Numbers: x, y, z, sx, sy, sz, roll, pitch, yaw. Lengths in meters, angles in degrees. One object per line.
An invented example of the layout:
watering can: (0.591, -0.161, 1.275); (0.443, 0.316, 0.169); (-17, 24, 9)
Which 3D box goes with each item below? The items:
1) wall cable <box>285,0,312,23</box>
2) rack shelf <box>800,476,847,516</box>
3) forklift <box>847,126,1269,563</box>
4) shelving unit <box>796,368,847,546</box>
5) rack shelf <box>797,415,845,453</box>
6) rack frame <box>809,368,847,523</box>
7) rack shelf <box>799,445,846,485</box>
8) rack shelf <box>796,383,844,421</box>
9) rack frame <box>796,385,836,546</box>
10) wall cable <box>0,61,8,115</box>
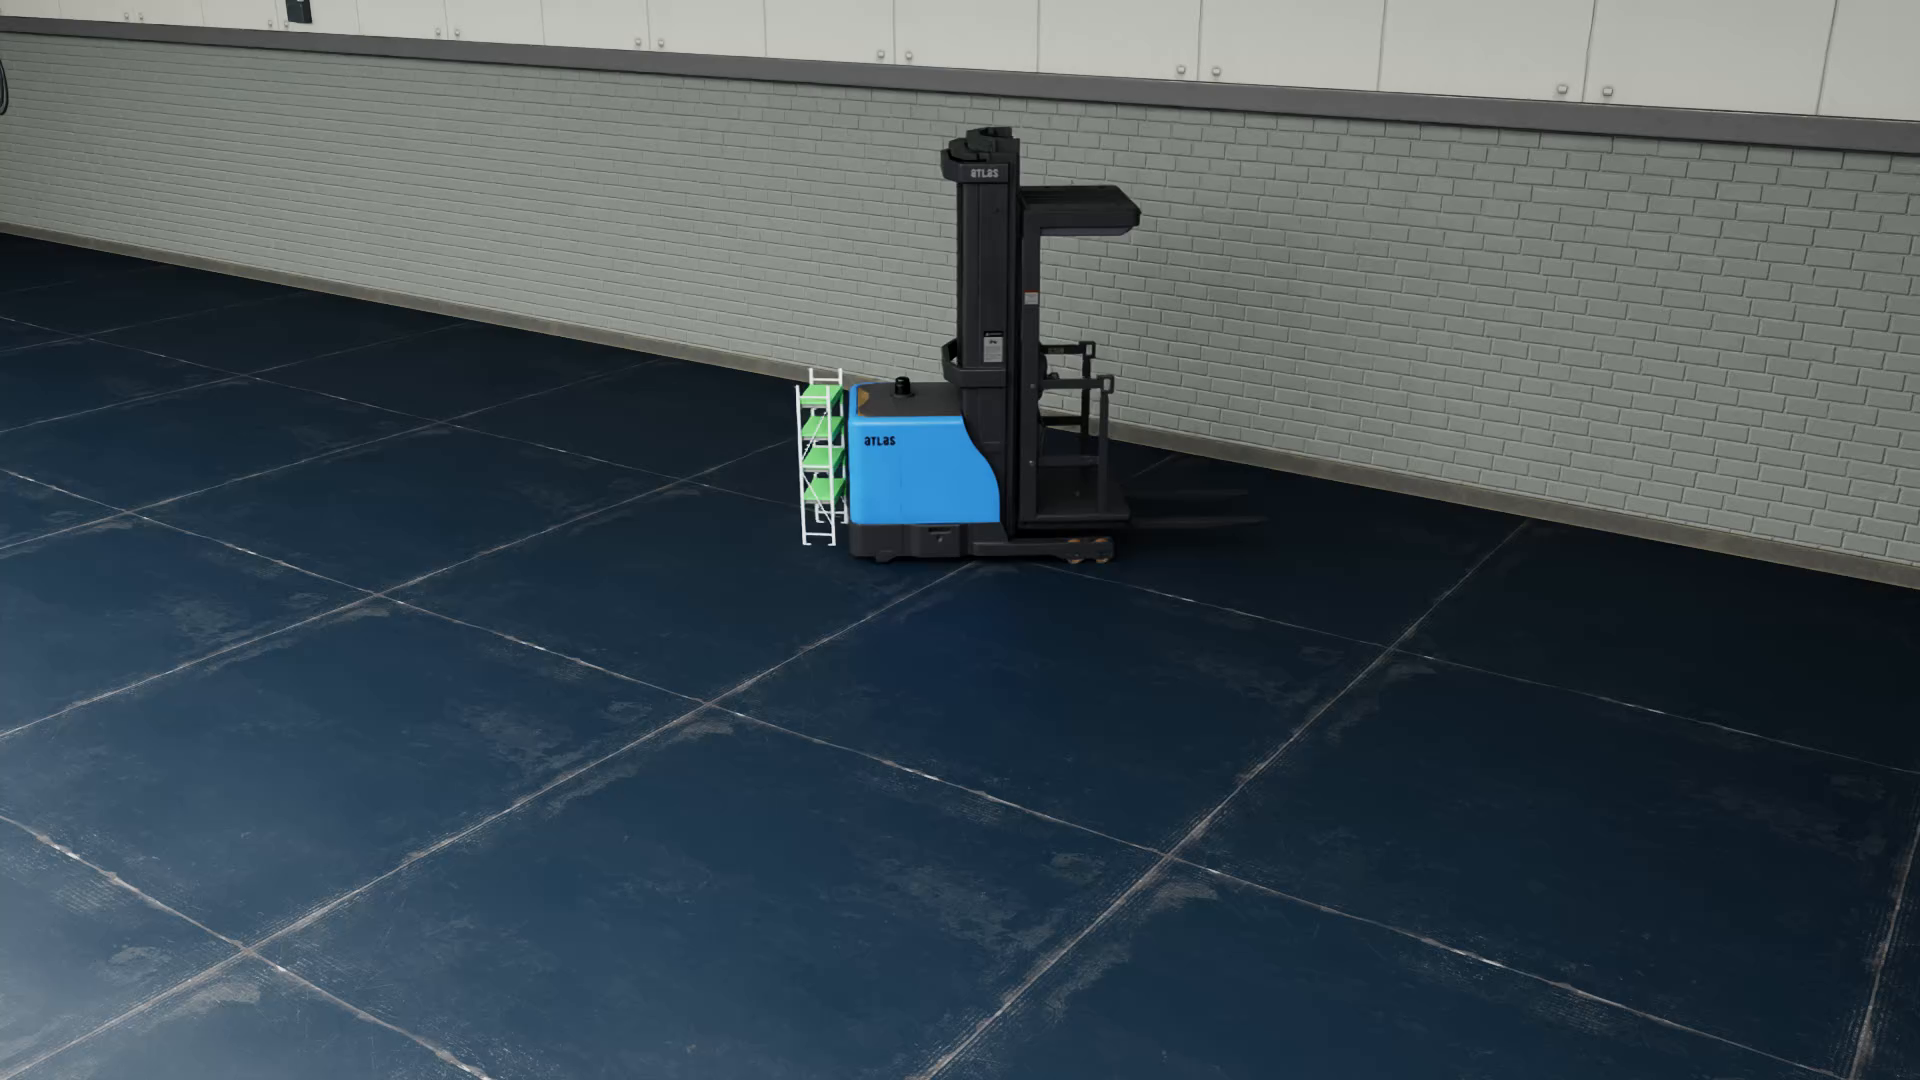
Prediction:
wall cable: (-6.822, -8.611, 17.670); (2.305, 6.003, 0.169); (13, 24, 32)
rack shelf: (-1.004, -0.325, 12.287); (0.258, 0.148, 0.480); (2, 20, 6)
forklift: (0.705, -1.395, 11.811); (3.031, 2.935, 1.130); (-1, 20, -3)
shelving unit: (-1.008, -0.611, 12.182); (0.258, 1.200, 0.503); (2, 20, 6)
rack shelf: (-1.009, -0.776, 12.121); (0.258, 0.148, 0.480); (2, 20, 6)
rack frame: (-0.980, -0.695, 12.409); (0.240, 1.200, 0.015); (2, 20, 6)
rack shelf: (-1.007, -0.551, 12.204); (0.258, 0.148, 0.480); (2, 20, 6)
rack shelf: (-1.012, -1.001, 12.038); (0.258, 0.148, 0.480); (2, 20, 6)
rack frame: (-1.035, -0.526, 11.955); (0.240, 1.200, 0.015); (2, 20, 6)
wall cable: (-14.664, -7.415, 23.816); (3.097, 2.526, 0.112); (13, 24, 32)
